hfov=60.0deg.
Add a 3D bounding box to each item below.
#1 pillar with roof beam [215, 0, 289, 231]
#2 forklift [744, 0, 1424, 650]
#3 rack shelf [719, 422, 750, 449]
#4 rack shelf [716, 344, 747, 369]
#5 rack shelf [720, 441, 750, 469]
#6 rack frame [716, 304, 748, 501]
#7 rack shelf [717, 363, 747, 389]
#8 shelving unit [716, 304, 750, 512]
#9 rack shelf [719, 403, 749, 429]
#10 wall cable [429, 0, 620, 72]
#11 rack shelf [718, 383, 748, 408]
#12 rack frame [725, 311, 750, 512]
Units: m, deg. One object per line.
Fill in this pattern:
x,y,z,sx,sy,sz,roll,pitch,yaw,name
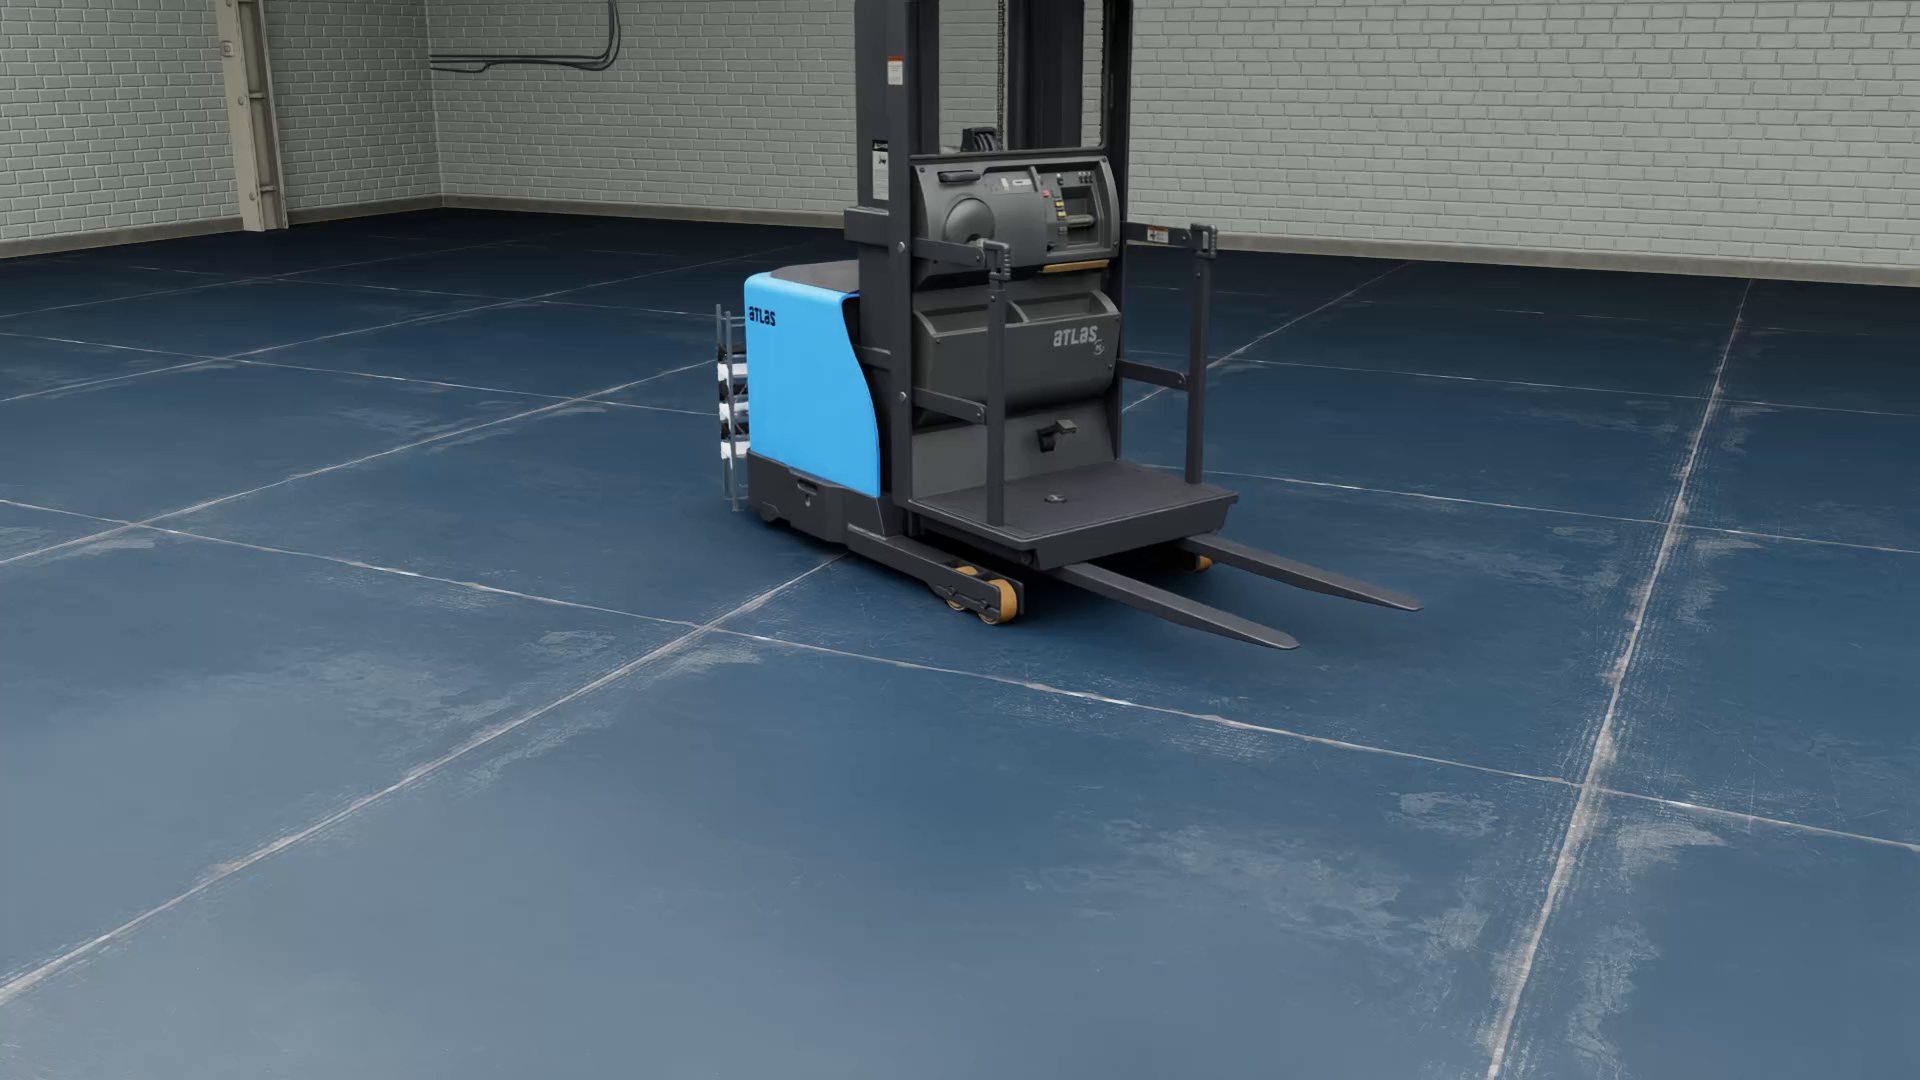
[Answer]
-4.066,-7.312,15.837,9.100,9.000,0.400,8,18,25,pillar with roof beam
0.358,-1.257,6.108,1.130,2.935,3.031,-12,20,-35,forklift
-0.936,-0.479,7.490,0.258,0.077,0.200,-6,18,-19,rack shelf
-0.936,-0.824,7.388,0.258,0.077,0.200,-6,18,-19,rack shelf
-0.936,-0.393,7.516,0.258,0.077,0.200,-6,18,-19,rack shelf
-0.970,-0.625,7.547,0.240,0.900,0.006,-6,18,-19,rack frame
-0.936,-0.738,7.413,0.258,0.077,0.200,-6,18,-19,rack shelf
-0.936,-0.597,7.455,0.258,0.900,0.210,-6,18,-19,shelving unit
-0.936,-0.565,7.465,0.258,0.077,0.200,-6,18,-19,rack shelf
-5.418,-6.953,20.083,3.097,2.526,0.112,8,18,25,wall cable
-0.936,-0.652,7.439,0.258,0.077,0.200,-6,18,-19,rack shelf
-0.902,-0.570,7.363,0.240,0.900,0.006,-6,18,-19,rack frame
